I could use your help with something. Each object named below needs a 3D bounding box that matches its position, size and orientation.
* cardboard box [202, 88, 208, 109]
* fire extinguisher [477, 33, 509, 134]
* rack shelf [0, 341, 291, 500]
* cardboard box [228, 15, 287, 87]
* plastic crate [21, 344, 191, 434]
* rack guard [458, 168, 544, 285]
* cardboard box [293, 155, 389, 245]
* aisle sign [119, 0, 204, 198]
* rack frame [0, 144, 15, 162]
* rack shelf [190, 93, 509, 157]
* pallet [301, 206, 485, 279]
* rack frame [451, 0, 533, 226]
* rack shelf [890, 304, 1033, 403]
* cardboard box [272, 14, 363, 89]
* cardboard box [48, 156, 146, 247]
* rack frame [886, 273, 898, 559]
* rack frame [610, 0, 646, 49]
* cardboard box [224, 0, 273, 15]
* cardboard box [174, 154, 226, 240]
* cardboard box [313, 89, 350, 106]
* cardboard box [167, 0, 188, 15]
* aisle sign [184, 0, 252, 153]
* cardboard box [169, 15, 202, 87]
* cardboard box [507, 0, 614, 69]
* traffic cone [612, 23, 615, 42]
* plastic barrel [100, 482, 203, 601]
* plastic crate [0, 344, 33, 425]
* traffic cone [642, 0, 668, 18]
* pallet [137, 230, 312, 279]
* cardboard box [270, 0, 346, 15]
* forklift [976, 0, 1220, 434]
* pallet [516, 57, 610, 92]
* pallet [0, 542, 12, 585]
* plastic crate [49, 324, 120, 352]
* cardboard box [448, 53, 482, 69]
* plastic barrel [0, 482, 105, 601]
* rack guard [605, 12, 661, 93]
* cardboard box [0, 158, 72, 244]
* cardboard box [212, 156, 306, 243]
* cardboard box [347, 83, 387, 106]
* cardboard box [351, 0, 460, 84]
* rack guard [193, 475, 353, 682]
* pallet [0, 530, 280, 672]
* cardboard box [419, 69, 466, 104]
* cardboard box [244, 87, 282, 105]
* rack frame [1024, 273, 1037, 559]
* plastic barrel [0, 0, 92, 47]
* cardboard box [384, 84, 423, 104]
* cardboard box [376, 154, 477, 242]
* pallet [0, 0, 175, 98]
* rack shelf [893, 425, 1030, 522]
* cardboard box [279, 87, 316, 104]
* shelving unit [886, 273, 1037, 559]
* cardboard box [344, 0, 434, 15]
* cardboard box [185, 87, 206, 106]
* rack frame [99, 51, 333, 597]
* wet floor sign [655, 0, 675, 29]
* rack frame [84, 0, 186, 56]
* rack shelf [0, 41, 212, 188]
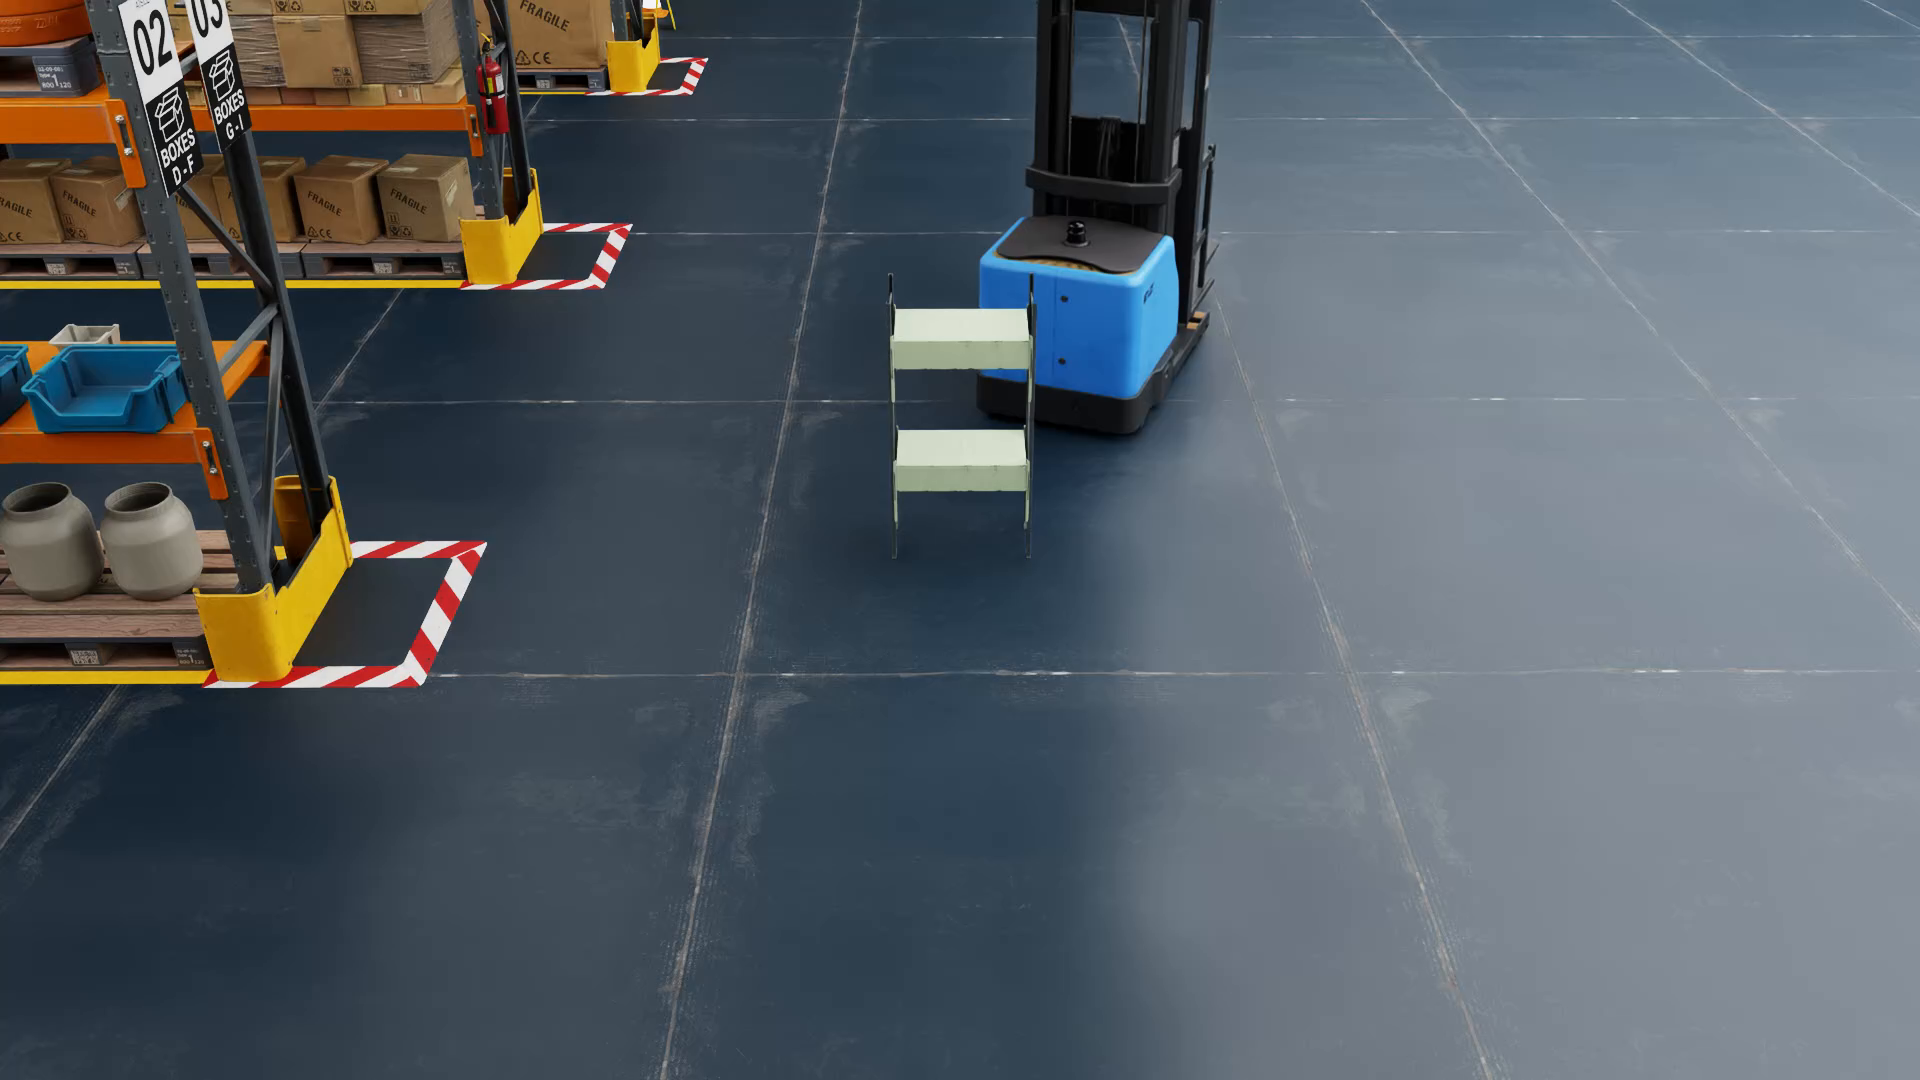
[{"bbox_3d":[-5.212,-3.213,11.896,0.250,0.149,0.380,0,31,0],"label":"cardboard box"},{"bbox_3d":[-3.312,-3.216,11.734,0.183,0.674,0.296,0,31,0],"label":"fire extinguisher"},{"bbox_3d":[-5.399,-0.605,8.049,4.000,0.370,1.077,0,31,0],"label":"rack shelf"},{"bbox_3d":[-4.979,-3.627,11.954,0.500,0.500,0.875,0,31,0],"label":"cardboard box"},{"bbox_3d":[-3.898,-0.698,7.653,0.616,0.251,0.499,0,31,0],"label":"plastic crate"},{"bbox_3d":[-3.505,-2.419,12.755,0.348,0.500,1.175,0,31,0],"label":"rack guard"},{"bbox_3d":[-4.651,-2.586,12.625,0.500,0.500,0.500,8,32,13],"label":"cardboard box"},{"bbox_3d":[-3.325,-1.876,6.944,0.004,0.787,0.394,0,31,0],"label":"aisle sign"},{"bbox_3d":[-7.429,-3.475,12.086,0.127,3.000,1.000,0,31,0],"label":"rack frame"},{"bbox_3d":[-5.429,-3.174,12.283,4.000,0.370,1.077,0,31,0],"label":"rack shelf"},{"bbox_3d":[-4.318,-2.311,12.856,1.213,0.211,1.003,0,31,0],"label":"pallet"},{"bbox_3d":[-3.429,-3.488,12.107,0.127,3.000,1.000,0,31,0],"label":"rack frame"},{"bbox_3d":[0.007,-0.975,8.659,0.720,0.370,0.431,0,31,0],"label":"rack shelf"},{"bbox_3d":[-4.478,-3.606,11.919,0.500,0.500,0.875,0,31,0],"label":"cardboard box"},{"bbox_3d":[-6.456,-2.572,12.603,0.500,0.500,0.500,10,33,15],"label":"cardboard box"},{"bbox_3d":[-0.359,-0.640,8.859,0.023,1.500,0.400,0,31,0],"label":"rack frame"},{"bbox_3d":[-3.358,-6.061,16.348,0.127,3.000,1.000,0,31,0],"label":"rack frame"},{"bbox_3d":[-4.977,-3.951,11.522,0.500,0.500,0.500,0,31,0],"label":"cardboard box"},{"bbox_3d":[-5.836,-2.615,12.673,0.500,0.500,0.500,-3,31,-5],"label":"cardboard box"},{"bbox_3d":[-4.463,-3.252,11.960,0.250,0.149,0.380,0,31,0],"label":"cardboard box"},{"bbox_3d":[-5.478,-3.953,11.527,0.500,0.500,0.500,0,31,0],"label":"cardboard box"},{"bbox_3d":[-3.329,-2.182,7.449,0.004,0.787,0.394,0,31,0],"label":"aisle sign"},{"bbox_3d":[-5.479,-3.632,11.961,0.500,0.500,0.875,0,31,0],"label":"cardboard box"},{"bbox_3d":[-4.036,-5.296,16.730,0.875,0.875,0.875,0,31,0],"label":"cardboard box"},{"bbox_3d":[-3.897,-5.711,18.217,0.334,0.463,0.336,0,31,0],"label":"traffic cone"},{"bbox_3d":[-4.057,0.007,8.340,0.421,0.512,0.421,0,31,0],"label":"plastic barrel"},{"bbox_3d":[-4.547,-0.699,7.654,0.408,0.251,0.499,0,31,0],"label":"plastic crate"},{"bbox_3d":[-3.564,-6.298,19.185,0.334,0.463,0.336,0,31,0],"label":"traffic cone"},{"bbox_3d":[-5.535,-2.309,12.852,1.213,0.211,1.003,0,31,0],"label":"pallet"},{"bbox_3d":[-4.477,-3.951,11.523,0.500,0.500,0.500,0,31,0],"label":"cardboard box"},{"bbox_3d":[1.101,-2.653,10.796,1.130,2.935,3.031,11,33,18],"label":"forklift"},{"bbox_3d":[-4.157,-4.826,17.000,1.213,0.211,1.003,0,31,0],"label":"pallet"},{"bbox_3d":[-5.504,0.300,8.552,1.213,0.211,1.003,0,31,0],"label":"pallet"},{"bbox_3d":[-4.296,-0.970,8.211,0.250,0.136,0.298,0,31,0],"label":"plastic crate"},{"bbox_3d":[-3.715,-3.503,12.374,0.250,0.149,0.380,0,31,0],"label":"cardboard box"},{"bbox_3d":[-4.558,0.009,8.337,0.421,0.512,0.421,0,31,0],"label":"plastic barrel"},{"bbox_3d":[-3.334,-4.992,16.996,0.348,0.500,1.175,0,31,0],"label":"rack guard"},{"bbox_3d":[-7.029,-2.567,12.594,0.500,0.500,0.500,-1,31,-2],"label":"cardboard box"},{"bbox_3d":[-5.277,-2.594,12.638,0.500,0.500,0.500,3,31,4],"label":"cardboard box"},{"bbox_3d":[-4.212,-3.244,11.948,0.250,0.149,0.380,0,31,0],"label":"cardboard box"},{"bbox_3d":[-3.979,-3.670,12.024,0.500,0.500,0.875,0,31,0],"label":"cardboard box"},{"bbox_3d":[-3.475,0.175,8.480,0.348,0.500,1.175,0,31,0],"label":"rack guard"},{"bbox_3d":[-4.287,0.298,8.555,1.213,0.211,1.003,0,31,0],"label":"pallet"},{"bbox_3d":[-3.713,-3.272,11.994,0.250,0.149,0.380,0,31,0],"label":"cardboard box"},{"bbox_3d":[-4.963,-3.260,11.974,0.250,0.149,0.380,0,31,0],"label":"cardboard box"},{"bbox_3d":[0.373,-0.642,8.863,0.023,1.500,0.400,0,31,0],"label":"rack frame"},{"bbox_3d":[-3.884,-2.497,6.763,0.708,0.830,0.600,0,31,0],"label":"plastic barrel"},{"bbox_3d":[-3.963,-3.272,11.993,0.250,0.149,0.380,0,31,0],"label":"cardboard box"},{"bbox_3d":[-4.054,-2.605,12.657,0.500,0.500,0.500,5,32,9],"label":"cardboard box"},{"bbox_3d":[-4.227,-2.168,7.223,1.213,0.211,1.003,0,31,0],"label":"pallet"},{"bbox_3d":[0.007,-0.363,9.030,0.720,0.370,0.431,0,31,0],"label":"rack shelf"},{"bbox_3d":[-4.713,-3.272,11.994,0.250,0.149,0.380,0,31,0],"label":"cardboard box"},{"bbox_3d":[0.007,-0.641,8.861,0.755,1.500,0.431,0,31,0],"label":"shelving unit"},{"bbox_3d":[-3.978,-3.955,11.530,0.500,0.500,0.500,0,31,0],"label":"cardboard box"},{"bbox_3d":[-5.463,-3.249,11.955,0.250,0.149,0.380,0,31,0],"label":"cardboard box"},{"bbox_3d":[-3.399,-0.919,7.872,0.127,3.000,1.000,0,31,0],"label":"rack frame"},{"bbox_3d":[-3.341,-6.082,18.651,0.232,0.644,0.267,-5,32,-9],"label":"wet floor sign"},{"bbox_3d":[-3.399,-3.483,6.316,0.127,3.000,1.000,0,31,0],"label":"rack frame"},{"bbox_3d":[-5.399,-1.887,7.271,4.000,0.370,1.077,0,31,0],"label":"rack shelf"}]
